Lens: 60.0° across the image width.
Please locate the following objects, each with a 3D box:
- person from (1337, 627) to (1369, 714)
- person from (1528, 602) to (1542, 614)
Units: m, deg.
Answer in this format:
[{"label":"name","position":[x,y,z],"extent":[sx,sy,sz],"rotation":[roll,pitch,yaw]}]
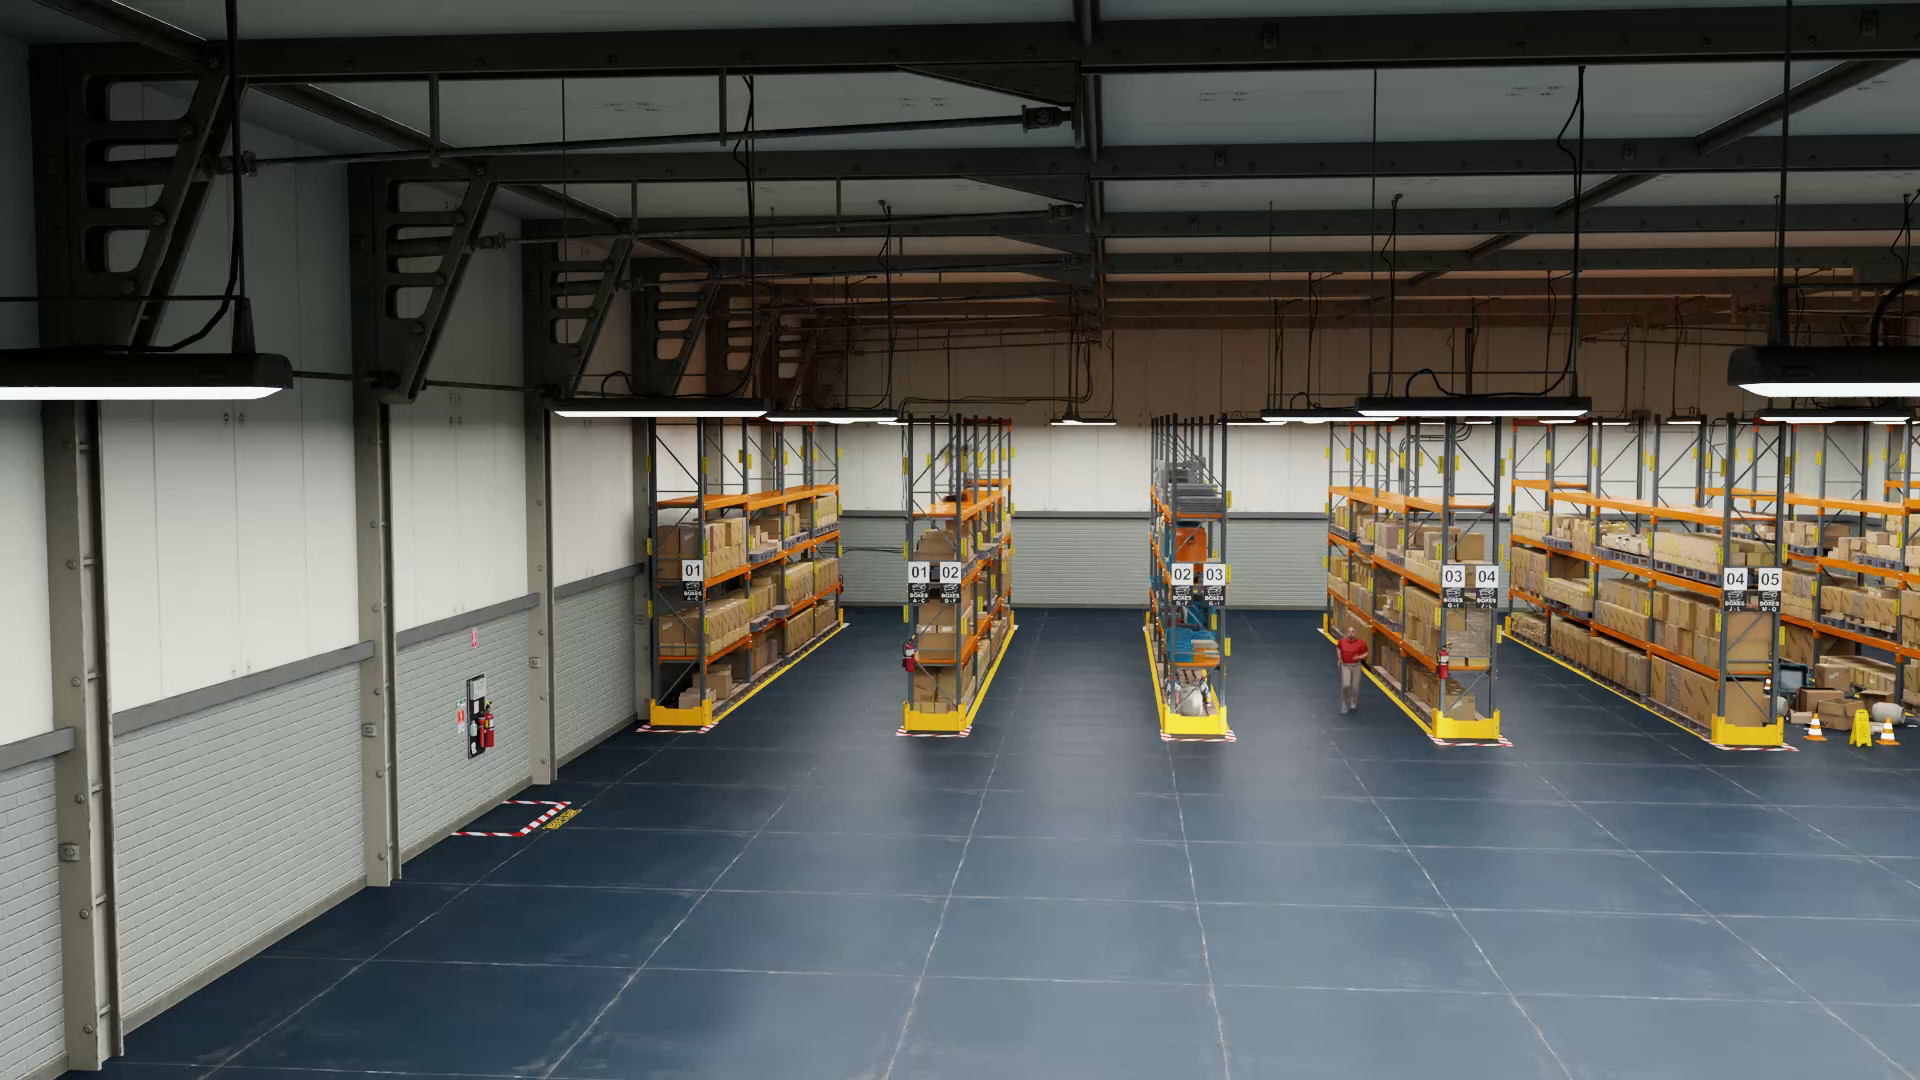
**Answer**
[{"label":"person","position":[7.884,2.629,33.431],"extent":[0.640,1.791,0.752],"rotation":[1,4,15]},{"label":"person","position":[16.611,1.636,47.629],"extent":[0.722,1.755,0.682],"rotation":[-1,4,-20]}]
